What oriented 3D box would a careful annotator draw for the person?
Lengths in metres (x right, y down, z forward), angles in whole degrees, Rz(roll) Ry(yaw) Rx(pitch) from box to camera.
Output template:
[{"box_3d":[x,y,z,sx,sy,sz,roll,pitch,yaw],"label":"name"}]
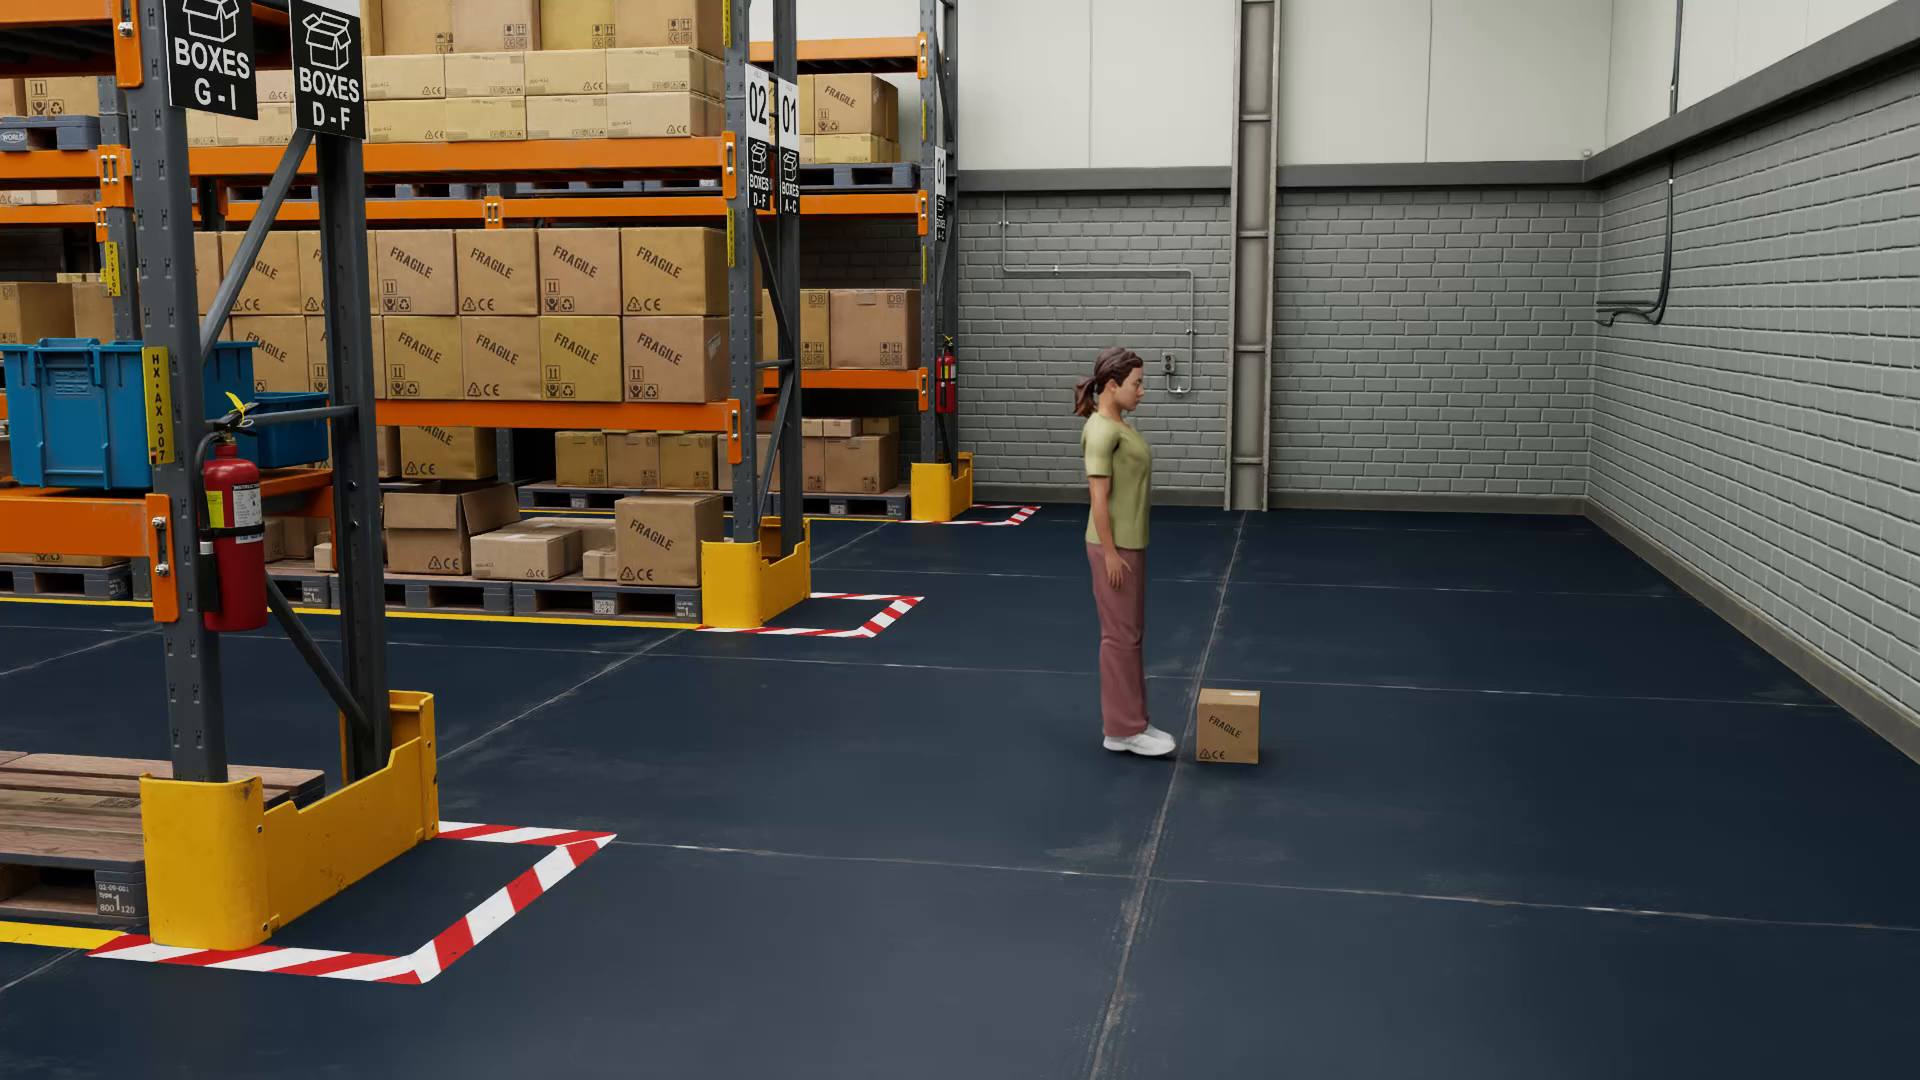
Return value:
[{"box_3d":[0.685,0.054,6.909,0.460,1.704,0.455,2,8,12],"label":"person"}]
